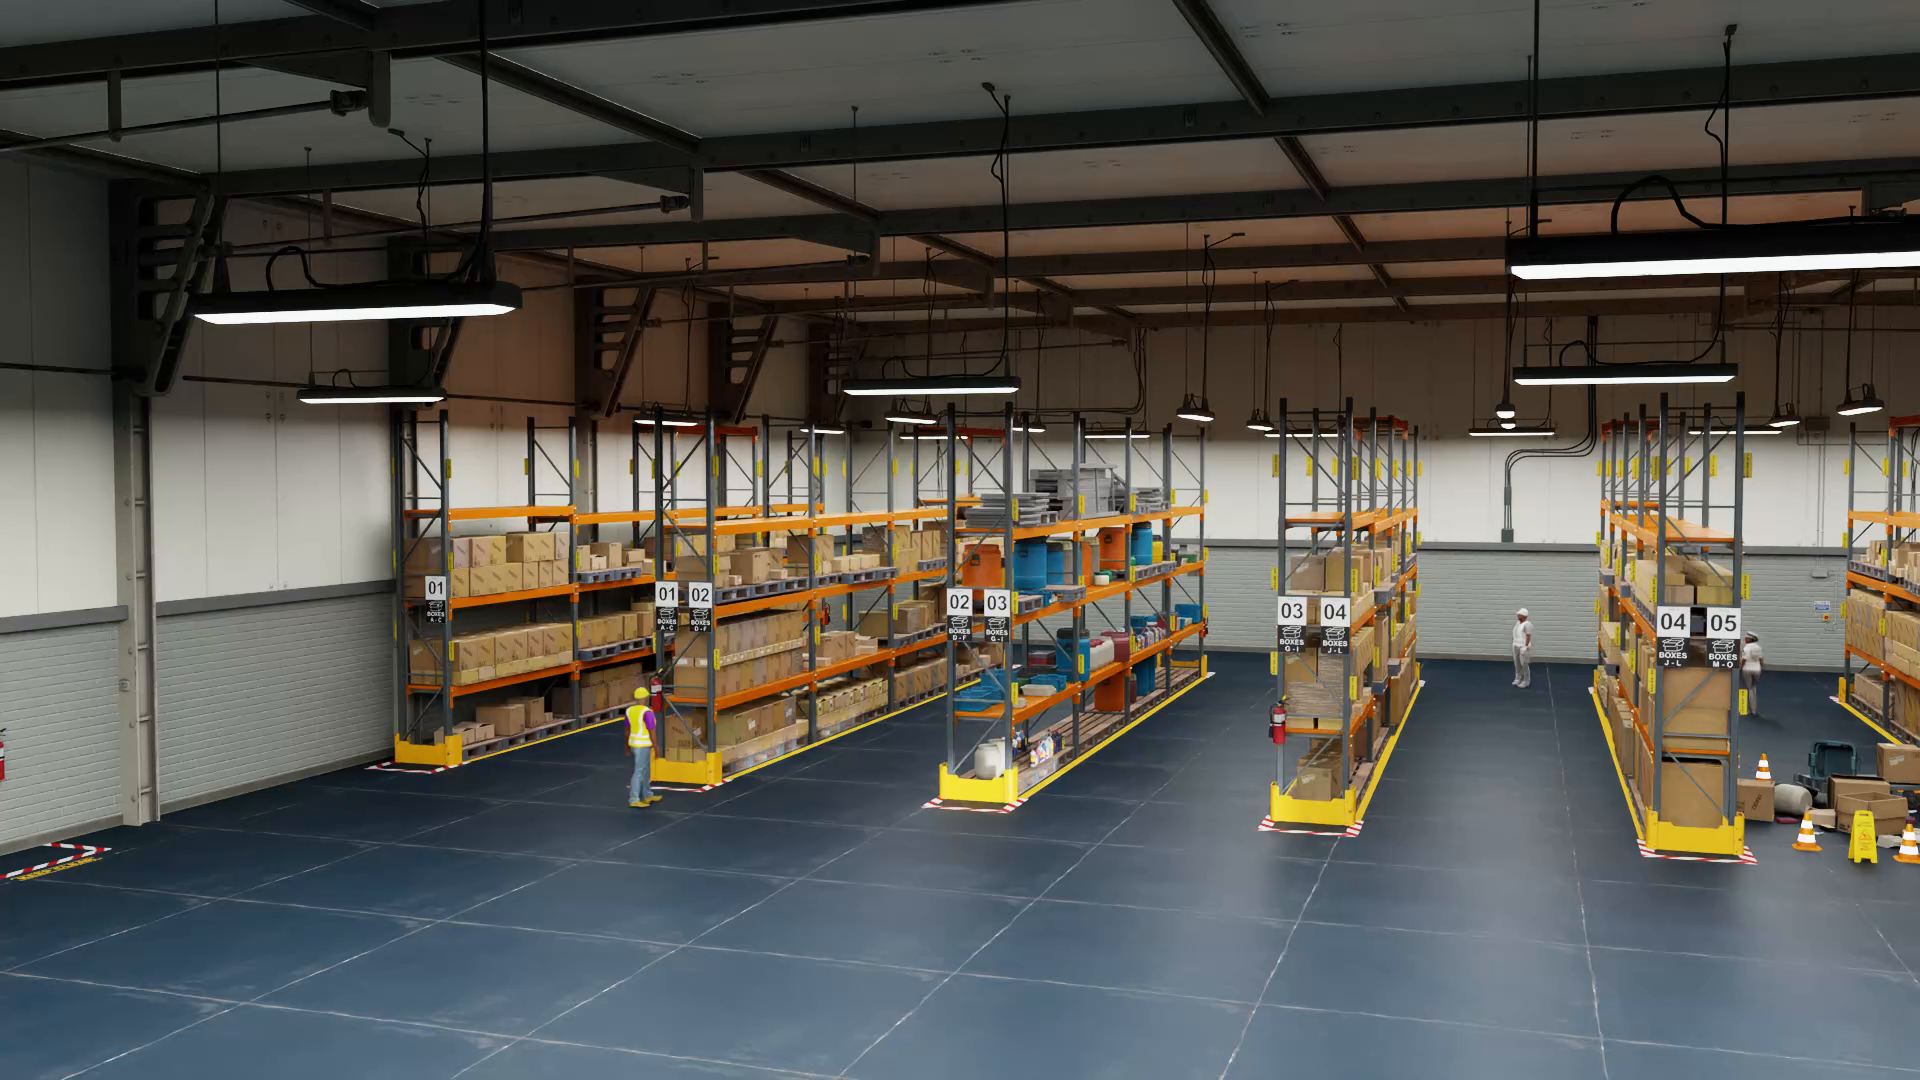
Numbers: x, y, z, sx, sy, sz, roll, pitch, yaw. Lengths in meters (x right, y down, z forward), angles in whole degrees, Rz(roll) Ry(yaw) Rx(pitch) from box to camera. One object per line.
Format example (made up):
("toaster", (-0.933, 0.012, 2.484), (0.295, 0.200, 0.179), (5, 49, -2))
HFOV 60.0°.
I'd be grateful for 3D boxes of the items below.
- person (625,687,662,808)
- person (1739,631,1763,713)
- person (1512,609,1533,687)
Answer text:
("person", (-4.652, 3.064, 24.734), (0.618, 1.755, 0.609), (-1, 3, -30))
("person", (16.092, 2.707, 33.880), (0.528, 1.720, 0.654), (0, 2, 1))
("person", (12.925, 2.478, 38.275), (0.400, 1.801, 0.594), (-1, 3, -21))
